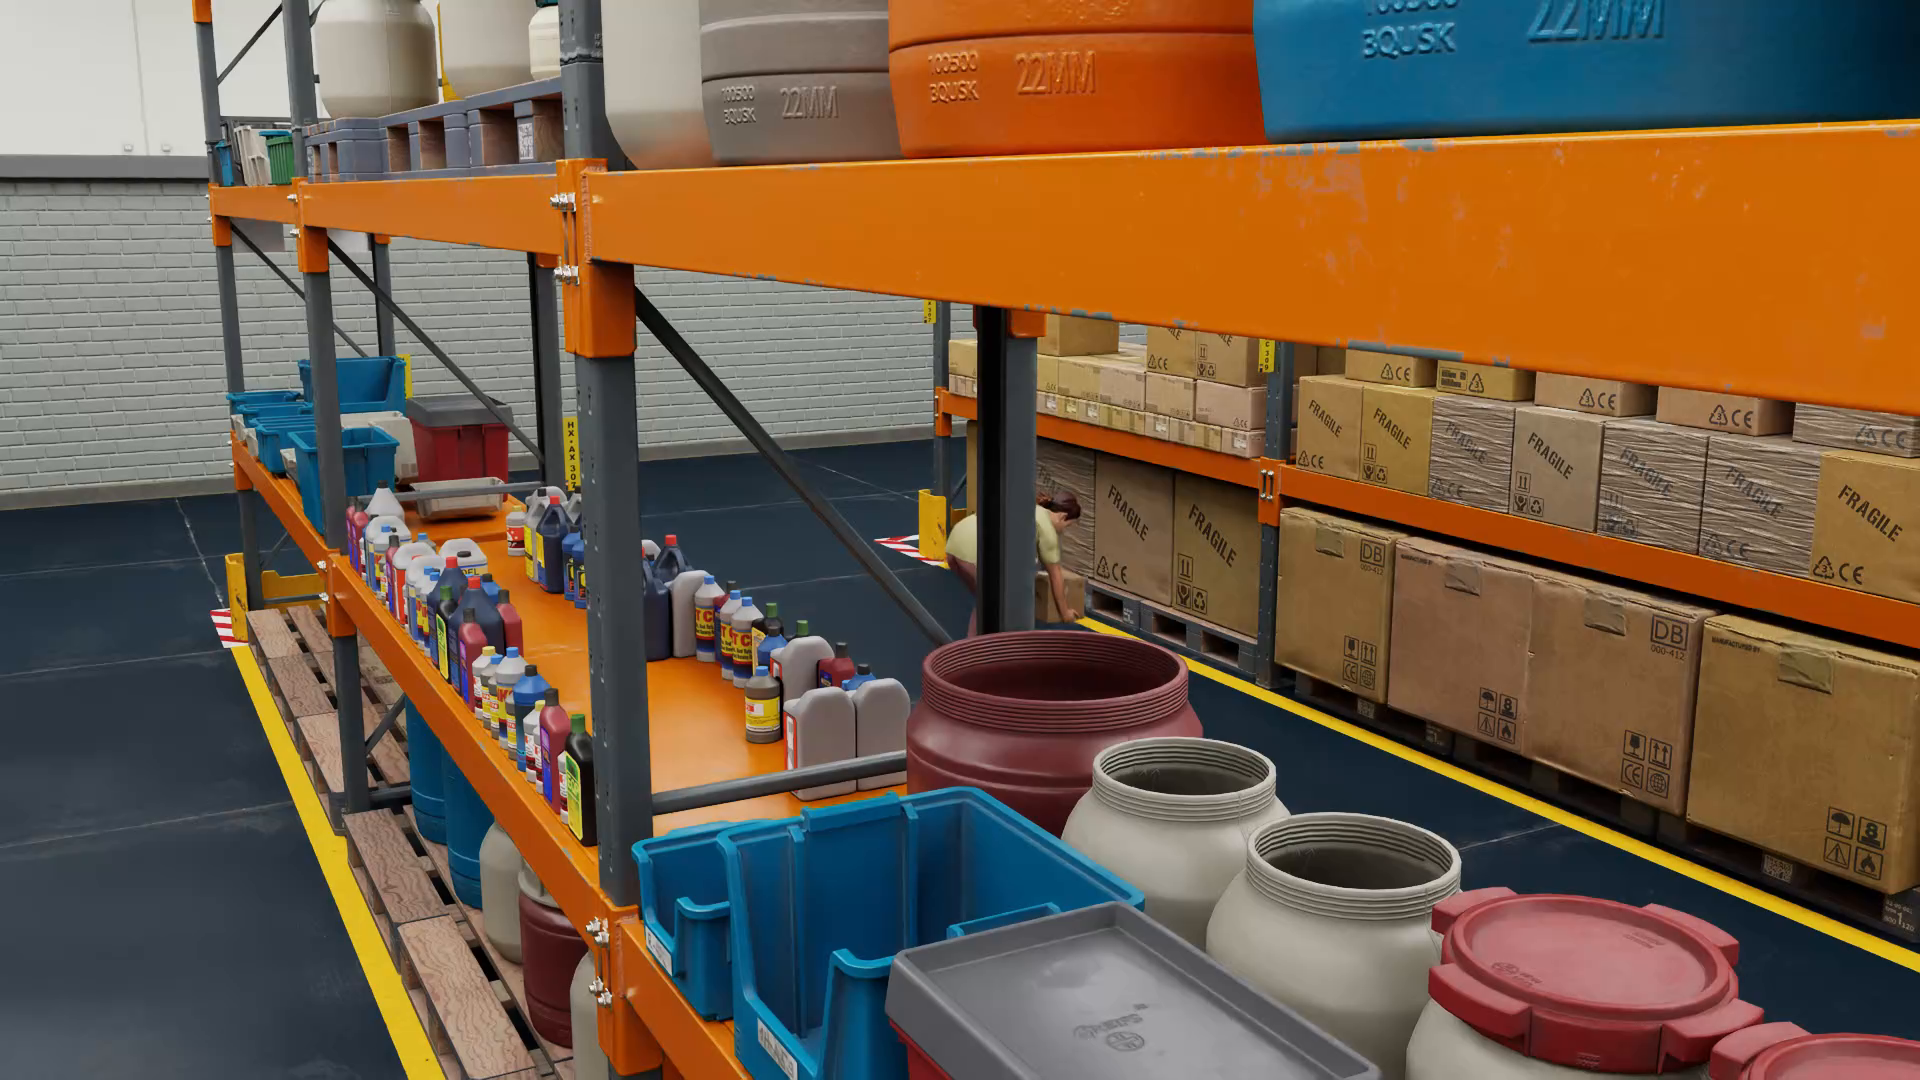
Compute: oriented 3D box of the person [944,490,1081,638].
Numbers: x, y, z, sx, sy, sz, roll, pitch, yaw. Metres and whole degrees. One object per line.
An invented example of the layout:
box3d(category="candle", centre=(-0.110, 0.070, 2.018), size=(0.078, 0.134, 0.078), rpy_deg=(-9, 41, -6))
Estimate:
box3d(category="person", centre=(0.322, 0.279, 9.558), size=(0.861, 1.089, 0.455), rpy_deg=(-7, 14, -30))
